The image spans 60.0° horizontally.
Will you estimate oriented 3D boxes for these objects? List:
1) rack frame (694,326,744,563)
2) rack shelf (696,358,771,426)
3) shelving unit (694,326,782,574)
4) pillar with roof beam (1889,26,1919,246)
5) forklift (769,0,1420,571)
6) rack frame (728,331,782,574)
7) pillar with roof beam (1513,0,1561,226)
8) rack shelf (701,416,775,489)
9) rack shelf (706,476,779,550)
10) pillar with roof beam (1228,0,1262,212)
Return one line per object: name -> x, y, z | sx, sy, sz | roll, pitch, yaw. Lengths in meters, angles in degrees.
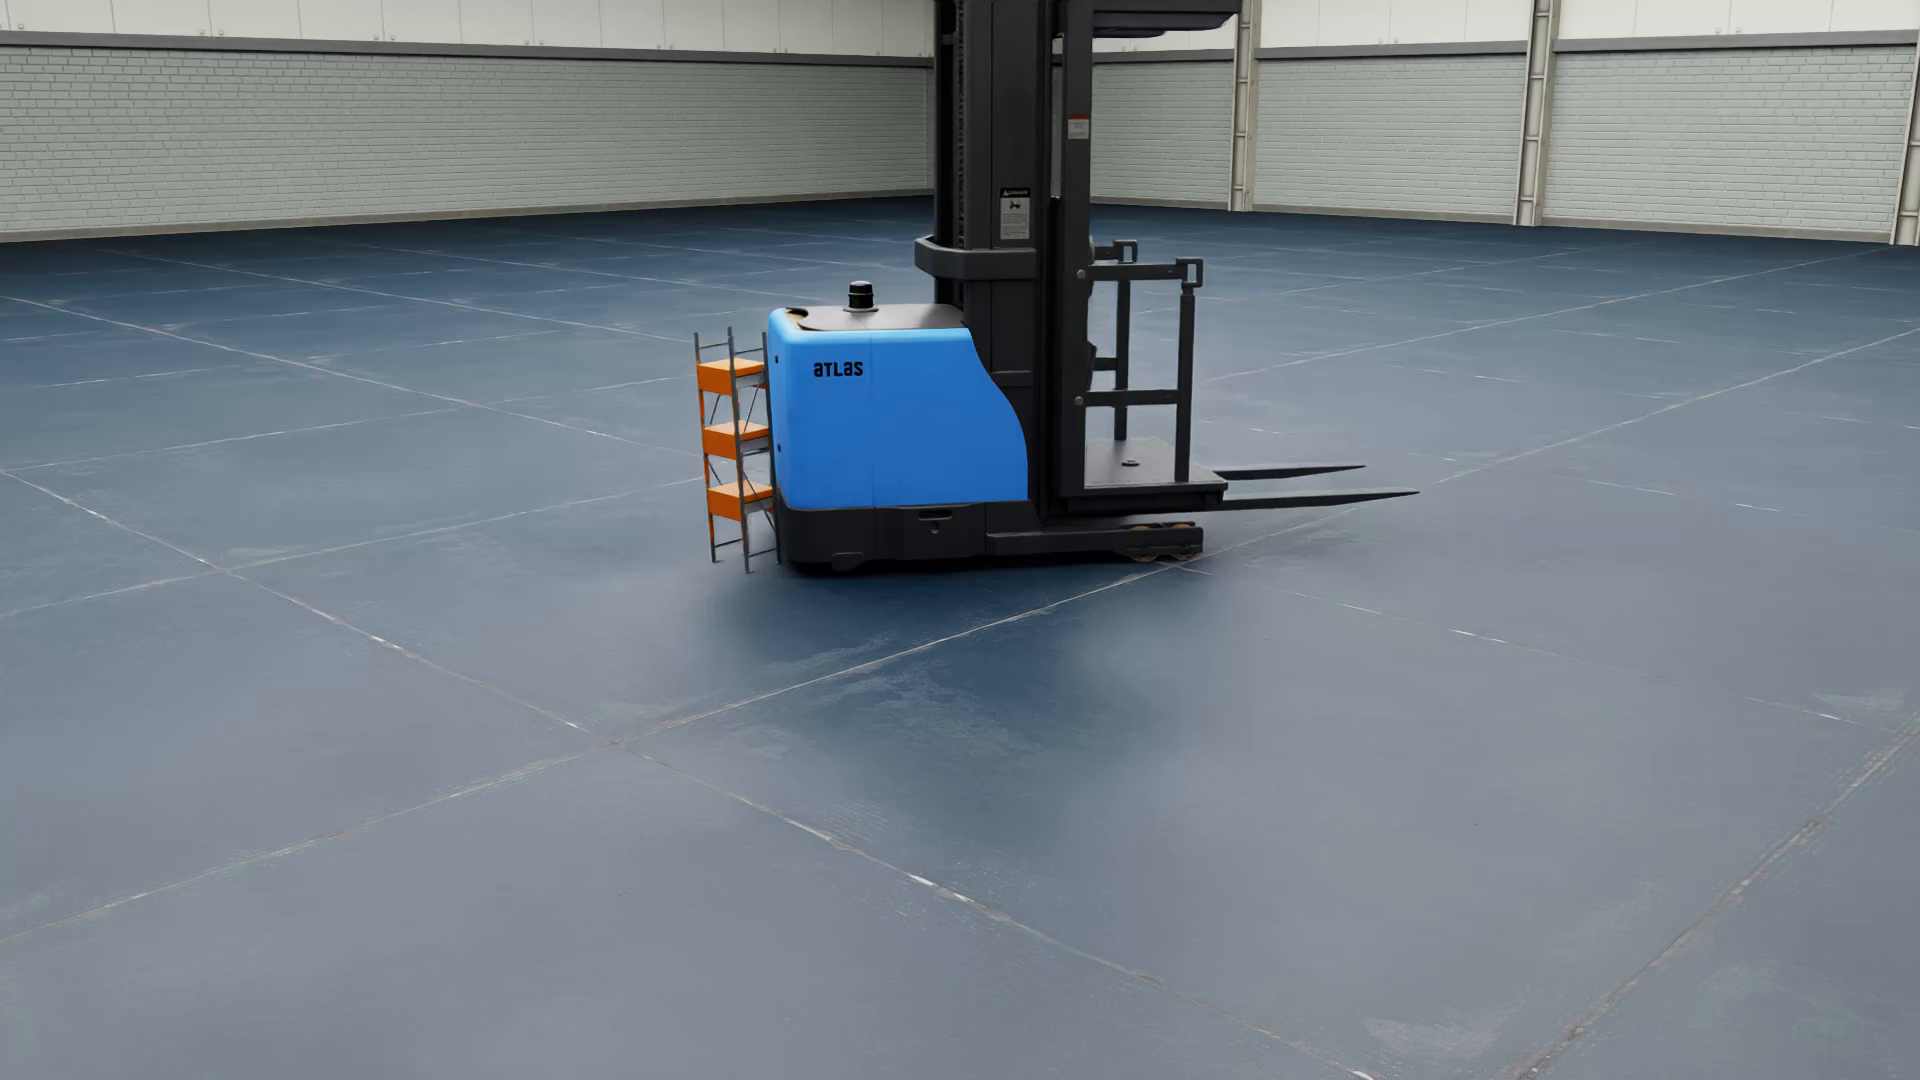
rack frame -> -1.067, -0.420, 7.442 | 0.008, 1.050, 0.200 | 14, 23, 43
rack shelf -> -0.990, -0.660, 7.282 | 0.240, 0.259, 0.215 | 14, 23, 43
shelving unit -> -0.981, -0.398, 7.359 | 0.252, 1.050, 0.215 | 14, 23, 43
pillar with roof beam -> 11.218, -8.008, 20.818 | 0.400, 9.000, 9.100 | 14, 20, 42
forklift -> 0.648, -1.444, 7.660 | 3.031, 2.935, 1.130 | -3, 15, -11
rack frame -> -0.895, -0.377, 7.276 | 0.008, 1.050, 0.200 | 14, 23, 43
pillar with roof beam -> 6.899, -9.058, 24.848 | 0.400, 9.000, 9.100 | 14, 20, 42
rack shelf -> -0.981, -0.388, 7.362 | 0.240, 0.259, 0.215 | 14, 23, 43
rack shelf -> -0.971, -0.122, 7.441 | 0.240, 0.259, 0.215 | 14, 23, 43
pillar with roof beam -> 2.579, -10.108, 28.878 | 0.400, 9.000, 9.100 | 14, 20, 42
